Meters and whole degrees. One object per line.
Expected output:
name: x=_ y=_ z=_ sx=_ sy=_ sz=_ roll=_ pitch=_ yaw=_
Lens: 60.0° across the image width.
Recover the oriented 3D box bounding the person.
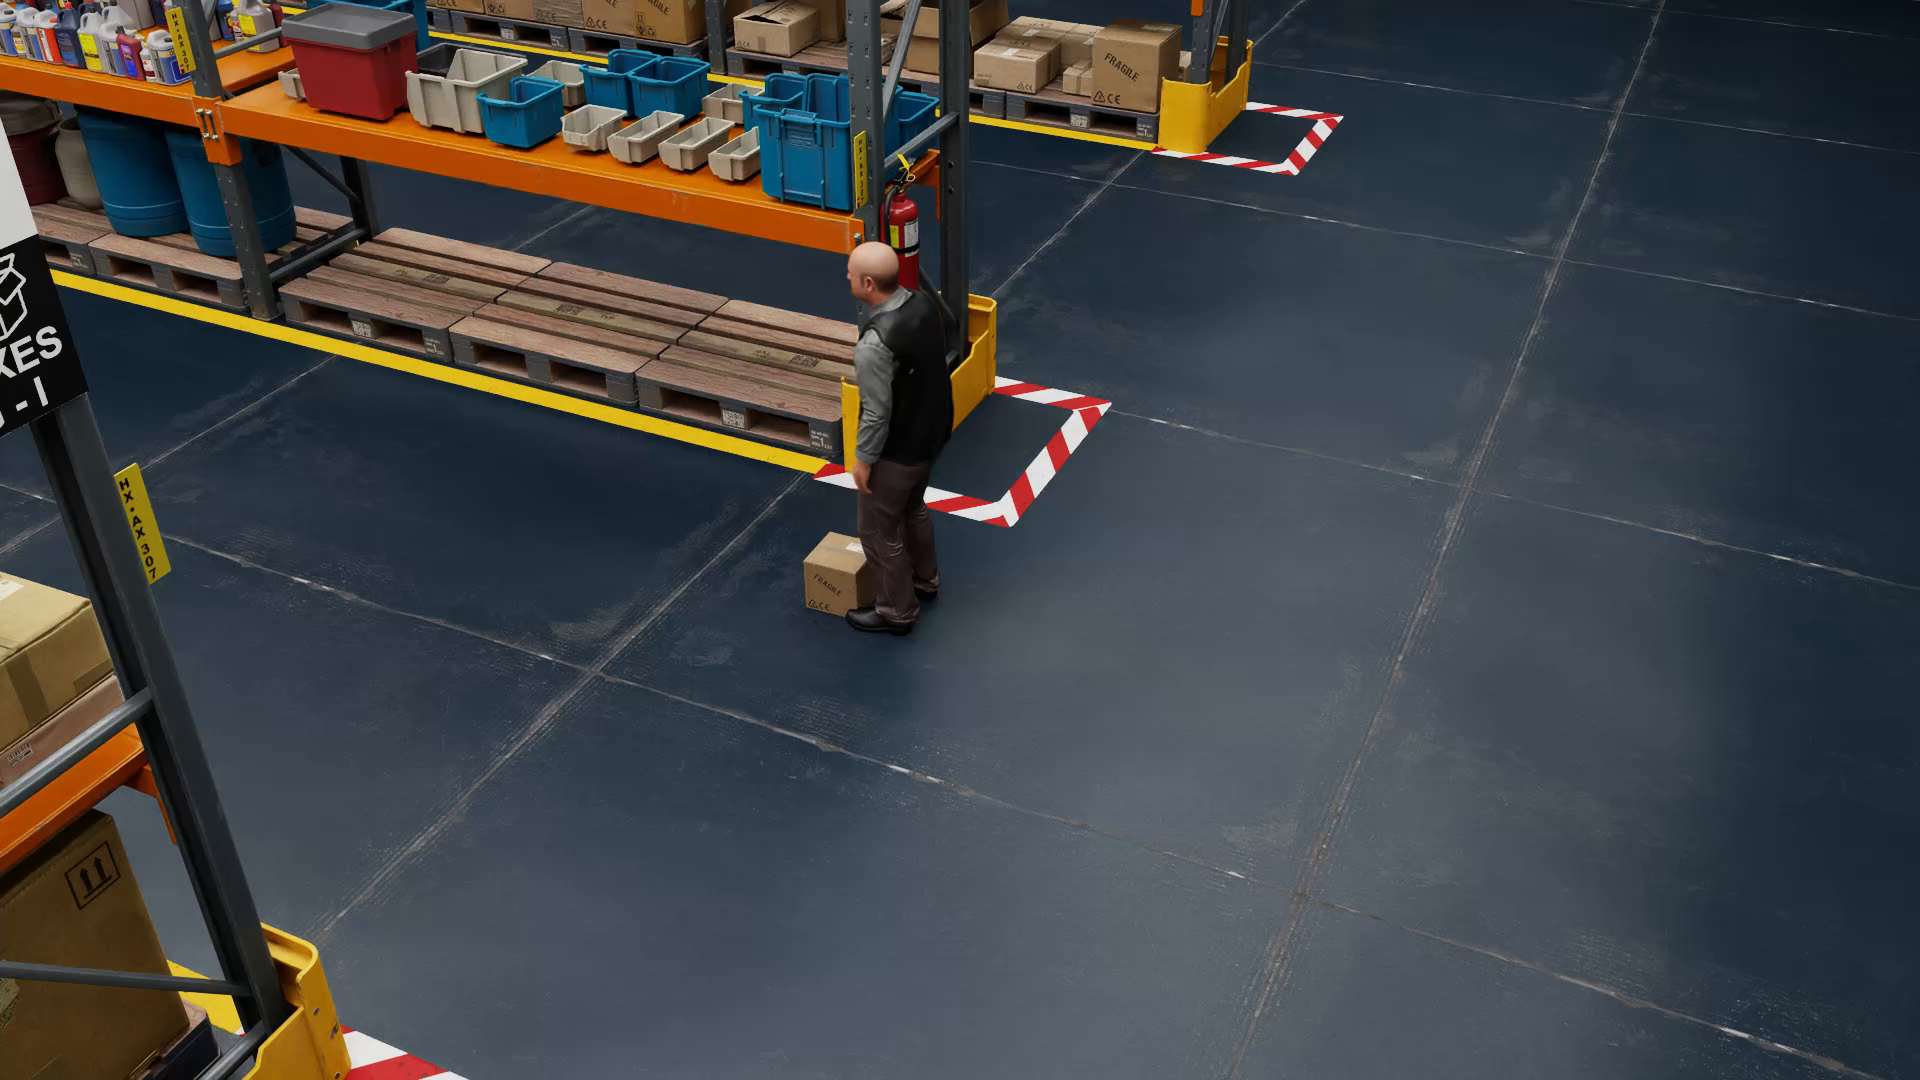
person: x=-0.245 y=-0.399 z=6.767 sx=0.420 sy=1.720 sz=0.579 roll=14 pitch=36 yaw=20
